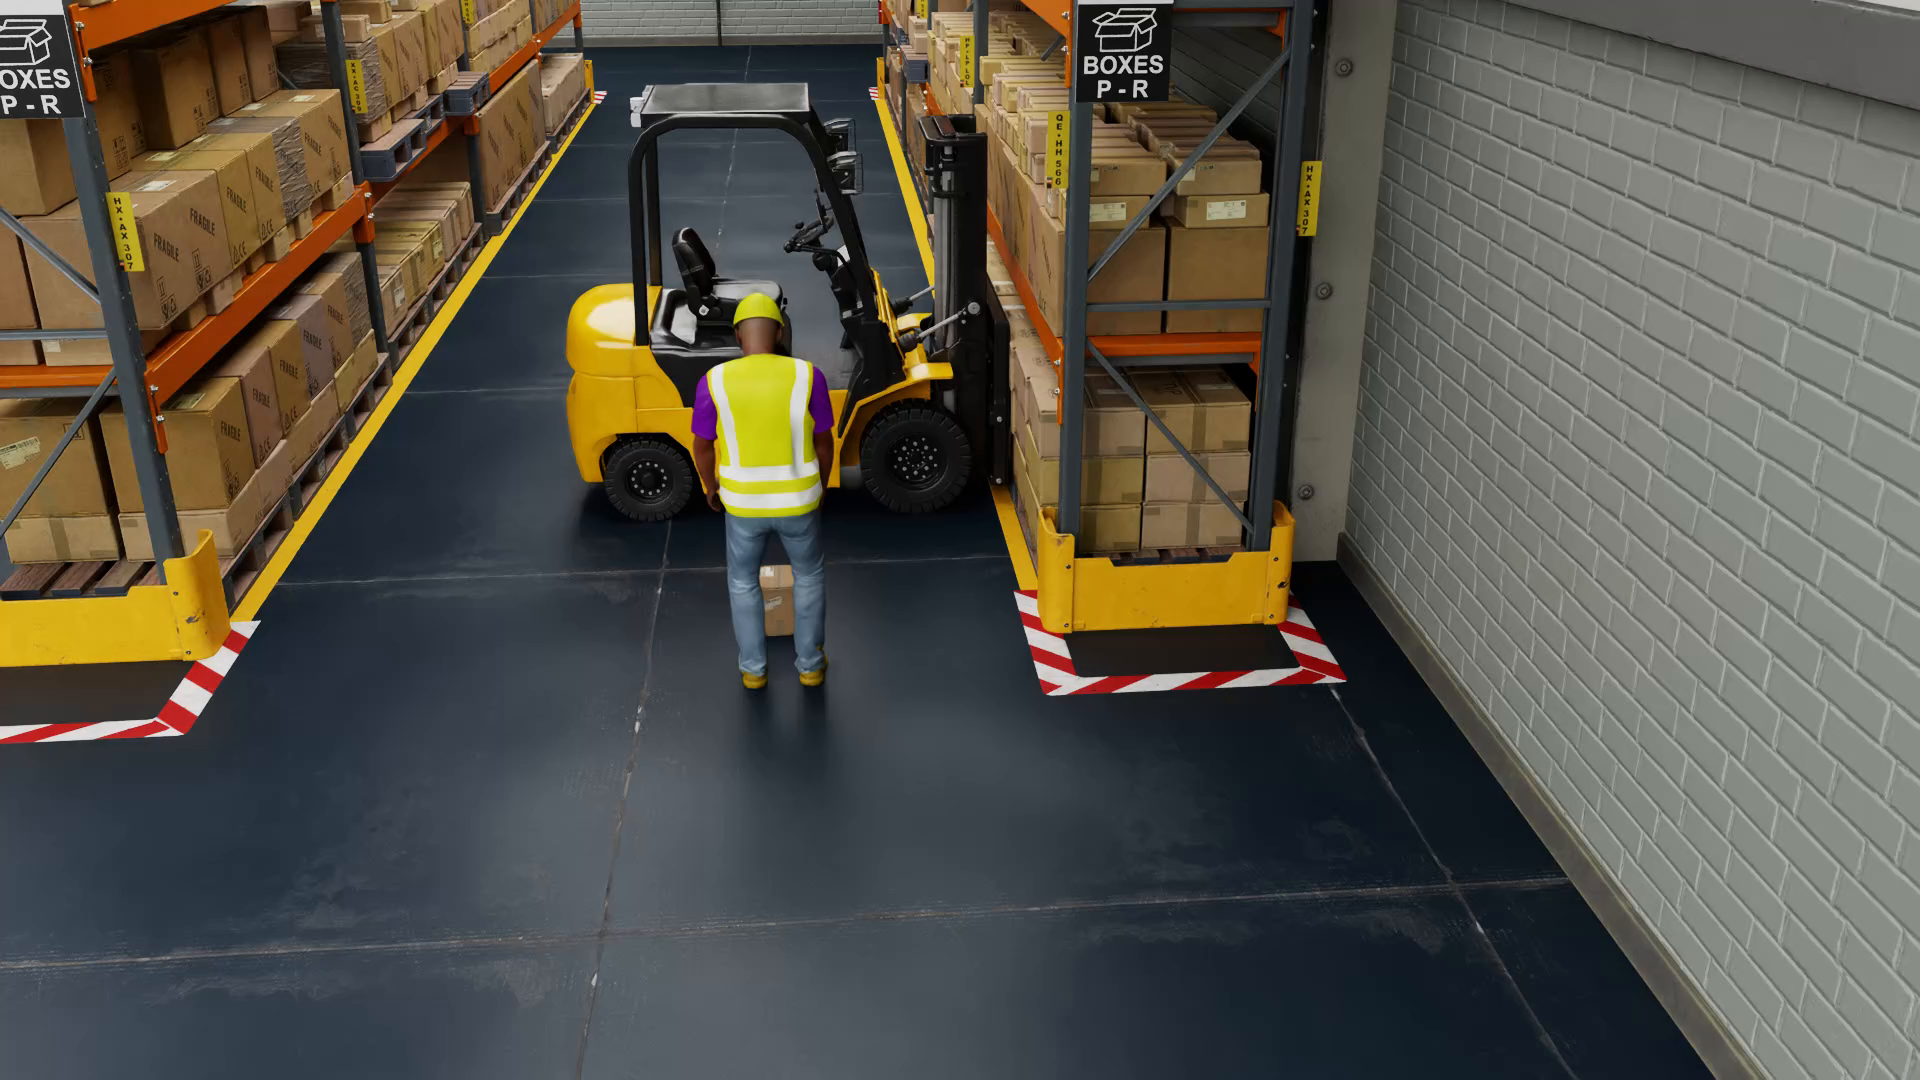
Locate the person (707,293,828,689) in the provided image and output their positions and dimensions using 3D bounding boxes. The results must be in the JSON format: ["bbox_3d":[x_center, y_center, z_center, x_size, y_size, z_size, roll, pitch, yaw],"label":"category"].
[{"bbox_3d":[-0.809,-0.193,7.090,0.454,1.707,0.471,-2,24,-4],"label":"person"}]
